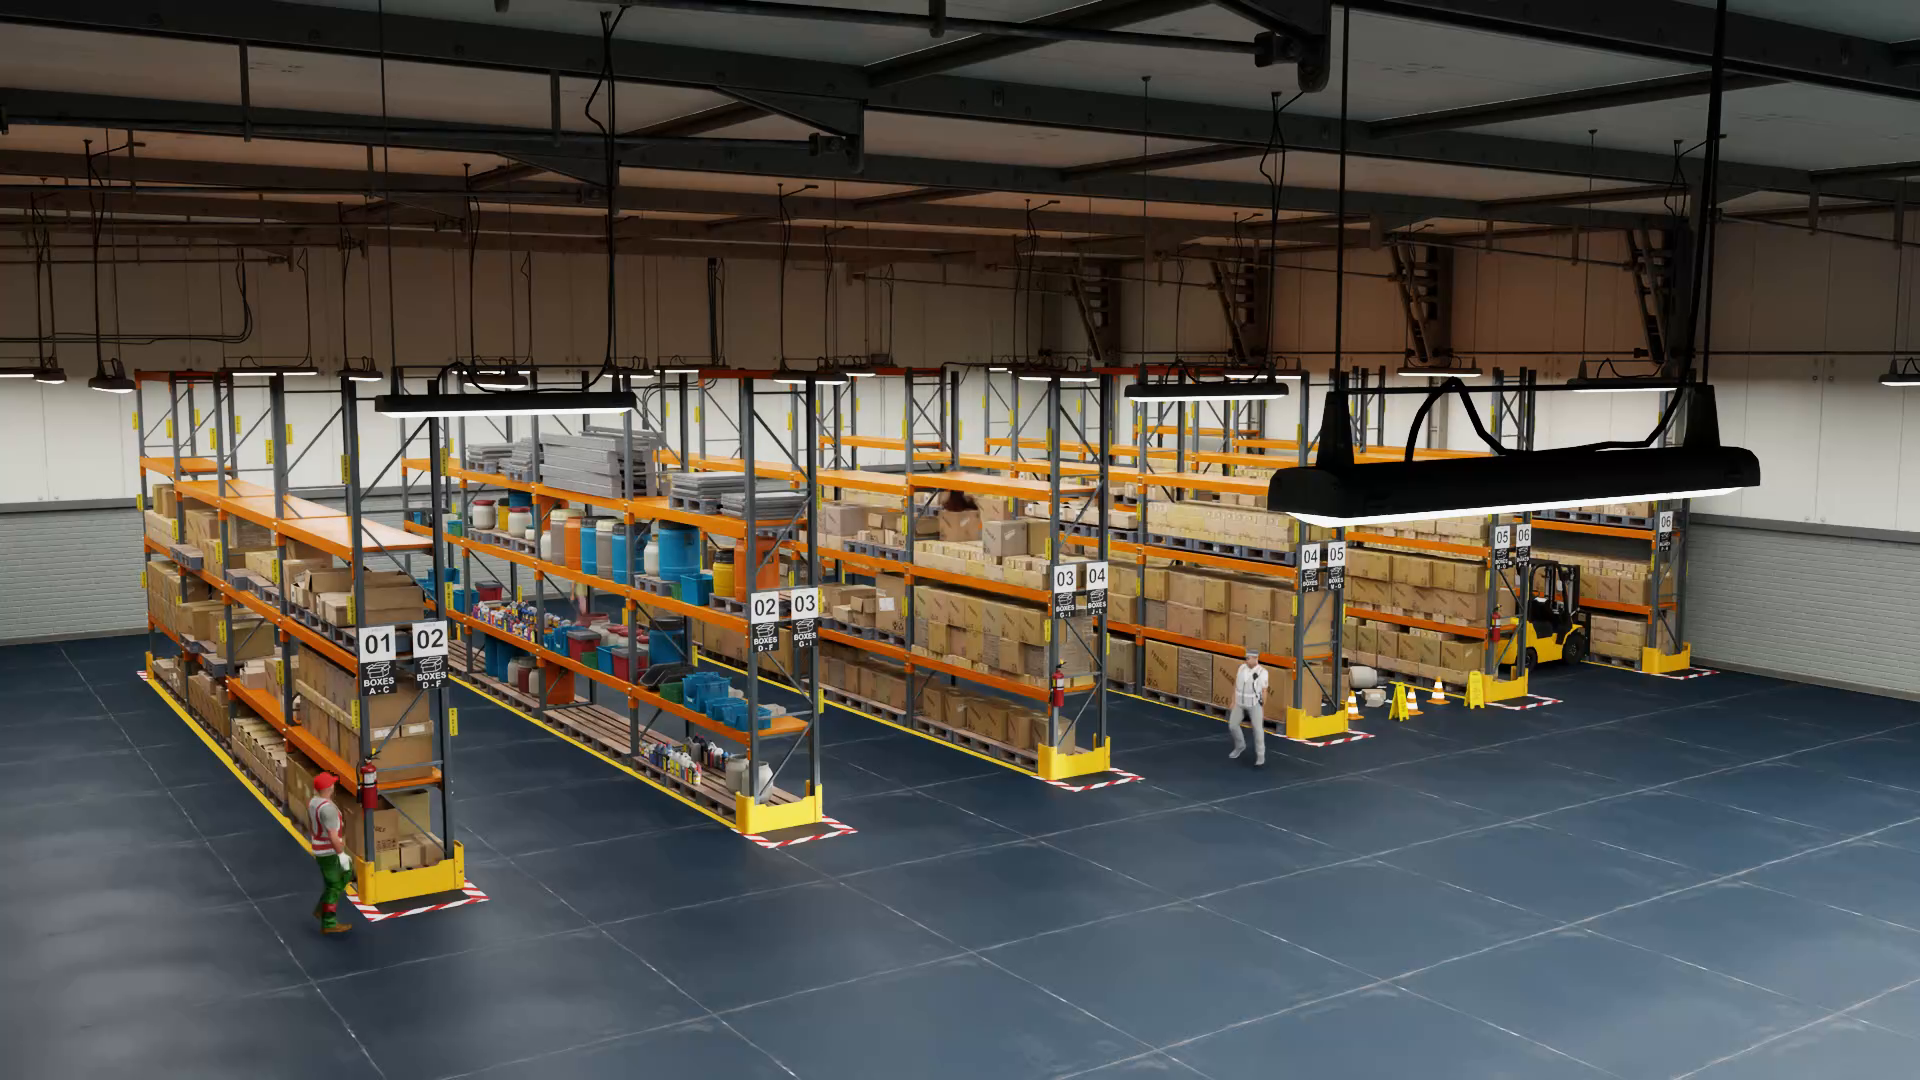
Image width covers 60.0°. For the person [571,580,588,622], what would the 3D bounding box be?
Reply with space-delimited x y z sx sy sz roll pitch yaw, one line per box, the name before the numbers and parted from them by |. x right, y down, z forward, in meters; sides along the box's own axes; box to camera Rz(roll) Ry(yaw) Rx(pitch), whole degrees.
person | -8.621 1.245 37.908 0.484 1.629 1.032 -6 9 -41

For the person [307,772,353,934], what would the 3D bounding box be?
person | -6.876 3.409 18.165 0.452 1.786 0.596 -2 7 -20

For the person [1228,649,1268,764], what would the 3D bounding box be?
person | 4.457 2.550 25.723 0.618 1.780 0.444 4 8 32
